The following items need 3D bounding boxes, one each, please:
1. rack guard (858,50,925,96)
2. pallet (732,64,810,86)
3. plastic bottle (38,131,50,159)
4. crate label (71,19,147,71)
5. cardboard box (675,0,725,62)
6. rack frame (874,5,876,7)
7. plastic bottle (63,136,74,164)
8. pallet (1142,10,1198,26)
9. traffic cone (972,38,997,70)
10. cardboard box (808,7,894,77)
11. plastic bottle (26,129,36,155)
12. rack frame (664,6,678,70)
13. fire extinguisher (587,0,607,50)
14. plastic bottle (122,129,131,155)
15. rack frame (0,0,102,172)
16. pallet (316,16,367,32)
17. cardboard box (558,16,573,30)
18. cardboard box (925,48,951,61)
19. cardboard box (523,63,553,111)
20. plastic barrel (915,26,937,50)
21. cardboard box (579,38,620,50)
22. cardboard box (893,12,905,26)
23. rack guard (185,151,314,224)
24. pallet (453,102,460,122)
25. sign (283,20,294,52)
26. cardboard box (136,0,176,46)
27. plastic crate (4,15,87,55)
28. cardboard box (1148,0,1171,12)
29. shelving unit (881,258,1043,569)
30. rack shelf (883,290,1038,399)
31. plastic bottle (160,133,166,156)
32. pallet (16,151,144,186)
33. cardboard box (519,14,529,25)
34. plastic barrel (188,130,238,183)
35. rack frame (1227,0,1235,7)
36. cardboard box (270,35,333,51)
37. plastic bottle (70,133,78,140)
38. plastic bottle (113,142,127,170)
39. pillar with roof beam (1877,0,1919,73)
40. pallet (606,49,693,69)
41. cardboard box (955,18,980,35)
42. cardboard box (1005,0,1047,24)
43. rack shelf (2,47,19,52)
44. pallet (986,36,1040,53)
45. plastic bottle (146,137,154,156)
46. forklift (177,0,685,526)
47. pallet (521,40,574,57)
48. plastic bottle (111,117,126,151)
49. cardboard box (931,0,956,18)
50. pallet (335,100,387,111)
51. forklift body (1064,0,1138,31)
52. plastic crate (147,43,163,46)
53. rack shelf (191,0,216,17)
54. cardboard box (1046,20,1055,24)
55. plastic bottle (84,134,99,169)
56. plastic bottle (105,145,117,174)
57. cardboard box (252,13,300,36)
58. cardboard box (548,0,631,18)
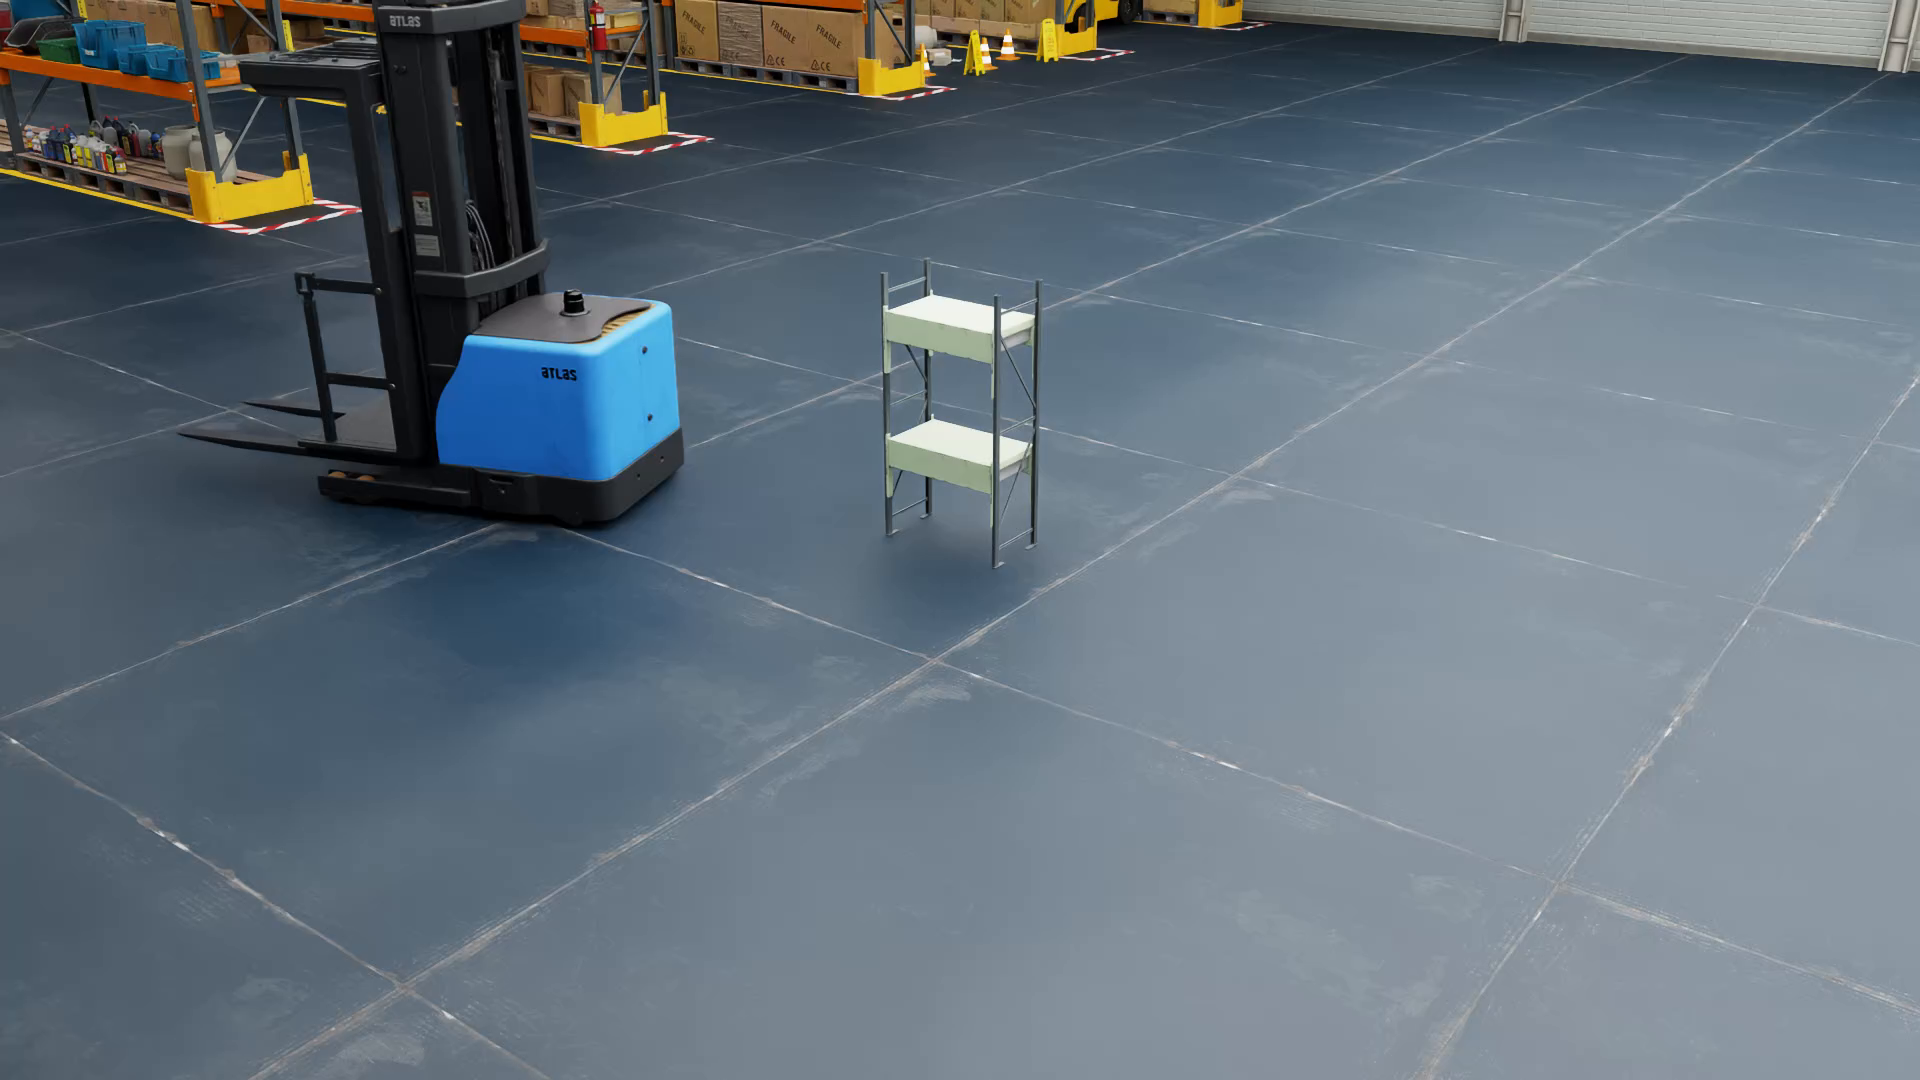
[{"bbox_3d":[-0.974,-6.712,23.863,0.348,0.500,1.175,17,29,33],"label":"rack guard"},{"bbox_3d":[-2.652,-7.049,24.986,1.213,0.211,1.003,17,29,33],"label":"pallet"},{"bbox_3d":[-9.953,-4.322,18.171,0.135,0.276,0.152,18,30,35],"label":"plastic bottle"},{"bbox_3d":[-8.654,-5.061,16.973,0.616,0.435,0.502,17,29,33],"label":"crate label"},{"bbox_3d":[-3.733,-7.874,25.515,0.875,0.875,0.875,17,29,34],"label":"cardboard box"},{"bbox_3d":[-1.306,-10.450,29.247,0.127,3.000,1.000,17,29,33],"label":"rack frame"},{"bbox_3d":[-9.565,-4.185,17.851,0.133,0.283,0.061,18,30,36],"label":"plastic bottle"},{"bbox_3d":[4.231,-9.981,31.640,1.213,0.211,1.003,17,29,33],"label":"pallet"},{"bbox_3d":[0.383,-7.569,25.856,0.334,0.463,0.336,17,29,33],"label":"traffic cone"},{"bbox_3d":[-1.576,-7.224,24.039,0.875,0.875,0.875,17,29,34],"label":"cardboard box"},{"bbox_3d":[-10.228,-4.389,18.329,0.097,0.271,0.097,0,24,0],"label":"plastic bottle"},{"bbox_3d":[-4.194,-8.829,25.567,0.127,3.000,1.000,17,29,33],"label":"rack frame"},{"bbox_3d":[-4.234,-6.074,19.411,0.183,0.674,0.296,17,29,33],"label":"fire extinguisher"},{"bbox_3d":[-9.161,-4.386,18.309,0.133,0.283,0.061,17,29,33],"label":"plastic bottle"},{"bbox_3d":[-10.220,-5.655,18.364,0.127,3.000,1.000,17,29,33],"label":"rack frame"},{"bbox_3d":[-11.154,-9.638,30.863,1.213,0.211,1.003,17,29,33],"label":"pallet"},{"bbox_3d":[-4.600,-6.233,19.989,0.250,0.149,0.380,17,29,33],"label":"cardboard box"},{"bbox_3d":[-0.365,-7.843,26.867,0.380,0.149,0.250,-10,26,-21],"label":"cardboard box"},{"bbox_3d":[-5.527,-5.781,21.230,0.500,0.500,0.500,20,31,38],"label":"cardboard box"},{"bbox_3d":[-0.666,-8.315,27.597,0.512,0.421,0.421,-5,24,-12],"label":"plastic barrel"},{"bbox_3d":[-5.514,-8.347,26.743,0.750,0.750,1.050,17,29,33],"label":"cardboard box"},{"bbox_3d":[-0.996,-9.154,29.196,0.500,0.250,0.500,15,28,31],"label":"cardboard box"},{"bbox_3d":[-7.108,-3.547,16.680,0.348,0.500,1.175,17,29,33],"label":"rack guard"},{"bbox_3d":[-6.691,-5.826,22.210,1.213,0.211,1.003,17,29,33],"label":"pallet"},{"bbox_3d":[-6.686,-4.991,16.513,0.005,0.325,0.100,17,29,33],"label":"sign"},{"bbox_3d":[-11.699,-7.832,25.419,0.875,0.875,1.225,17,29,33],"label":"cardboard box"},{"bbox_3d":[-9.878,-5.459,17.996,0.504,0.338,0.767,17,29,33],"label":"plastic crate"},{"bbox_3d":[3.911,-10.154,31.465,0.500,0.250,0.500,17,29,33],"label":"cardboard box"},{"bbox_3d":[0.005,-0.685,8.944,0.755,1.500,0.431,17,29,33],"label":"shelving unit"},{"bbox_3d":[0.005,-1.042,8.787,0.720,0.370,0.431,17,29,33],"label":"rack shelf"},{"bbox_3d":[-8.638,-4.286,18.096,0.097,0.271,0.097,0,24,0],"label":"plastic bottle"},{"bbox_3d":[-9.708,-4.203,18.527,1.213,0.211,1.003,17,29,33],"label":"pallet"},{"bbox_3d":[-5.197,-6.417,20.404,0.250,0.149,0.380,17,29,33],"label":"cardboard box"},{"bbox_3d":[-7.592,-3.876,16.891,0.421,0.512,0.421,0,24,0],"label":"plastic barrel"},{"bbox_3d":[4.869,-11.085,30.689,0.127,3.000,1.000,17,29,33],"label":"rack frame"},{"bbox_3d":[-9.451,-6.992,23.953,0.500,0.500,0.700,14,27,29],"label":"cardboard box"},{"bbox_3d":[-9.635,-4.282,18.087,0.097,0.271,0.097,0,24,0],"label":"plastic bottle"},{"bbox_3d":[-8.874,-4.053,17.551,0.133,0.283,0.061,17,29,33],"label":"plastic bottle"},{"bbox_3d":[11.872,-9.999,20.783,0.400,9.000,9.100,17,29,33],"label":"pillar with roof beam"},{"bbox_3d":[-4.857,-7.715,26.498,1.213,0.211,1.003,17,29,33],"label":"pallet"},{"bbox_3d":[0.255,-8.778,28.342,0.500,0.250,0.500,16,28,31],"label":"cardboard box"},{"bbox_3d":[1.097,-8.869,27.619,0.500,0.500,0.500,17,29,34],"label":"cardboard box"},{"bbox_3d":[-11.821,-5.809,19.607,4.000,0.370,1.077,17,29,33],"label":"rack shelf"},{"bbox_3d":[1.205,-8.433,28.128,1.213,0.211,1.003,17,29,33],"label":"pallet"},{"bbox_3d":[-8.881,-4.328,18.277,0.097,0.201,0.097,0,24,0],"label":"plastic bottle"},{"bbox_3d":[-3.254,-1.747,9.579,3.031,2.935,1.130,7,25,15],"label":"forklift"},{"bbox_3d":[-6.809,-8.305,27.837,1.213,0.211,1.003,17,29,33],"label":"pallet"},{"bbox_3d":[-9.378,-4.535,18.561,0.185,0.351,0.144,15,28,31],"label":"plastic bottle"},{"bbox_3d":[-0.147,-9.246,28.473,0.500,0.500,0.500,19,30,36],"label":"cardboard box"},{"bbox_3d":[-7.874,-6.164,22.979,1.213,0.211,1.003,17,29,33],"label":"pallet"},{"bbox_3d":[2.257,-10.567,30.565,1.214,2.155,2.313,17,29,33],"label":"forklift body"},{"bbox_3d":[-8.769,-5.223,17.711,0.437,0.136,0.530,17,29,33],"label":"plastic crate"},{"bbox_3d":[-12.051,-8.374,25.429,4.000,0.370,1.077,17,29,33],"label":"rack shelf"},{"bbox_3d":[1.415,-8.701,28.167,0.500,0.250,0.500,17,29,33],"label":"cardboard box"},{"bbox_3d":[-9.183,-4.121,17.623,0.185,0.351,0.144,18,30,35],"label":"plastic bottle"},{"bbox_3d":[-8.856,-3.971,17.365,0.133,0.283,0.061,18,29,35],"label":"plastic bottle"},{"bbox_3d":[-9.896,-7.468,24.104,0.500,0.250,0.500,18,30,35],"label":"cardboard box"},{"bbox_3d":[-4.473,-6.609,20.037,0.500,0.500,0.875,17,29,33],"label":"cardboard box"}]
